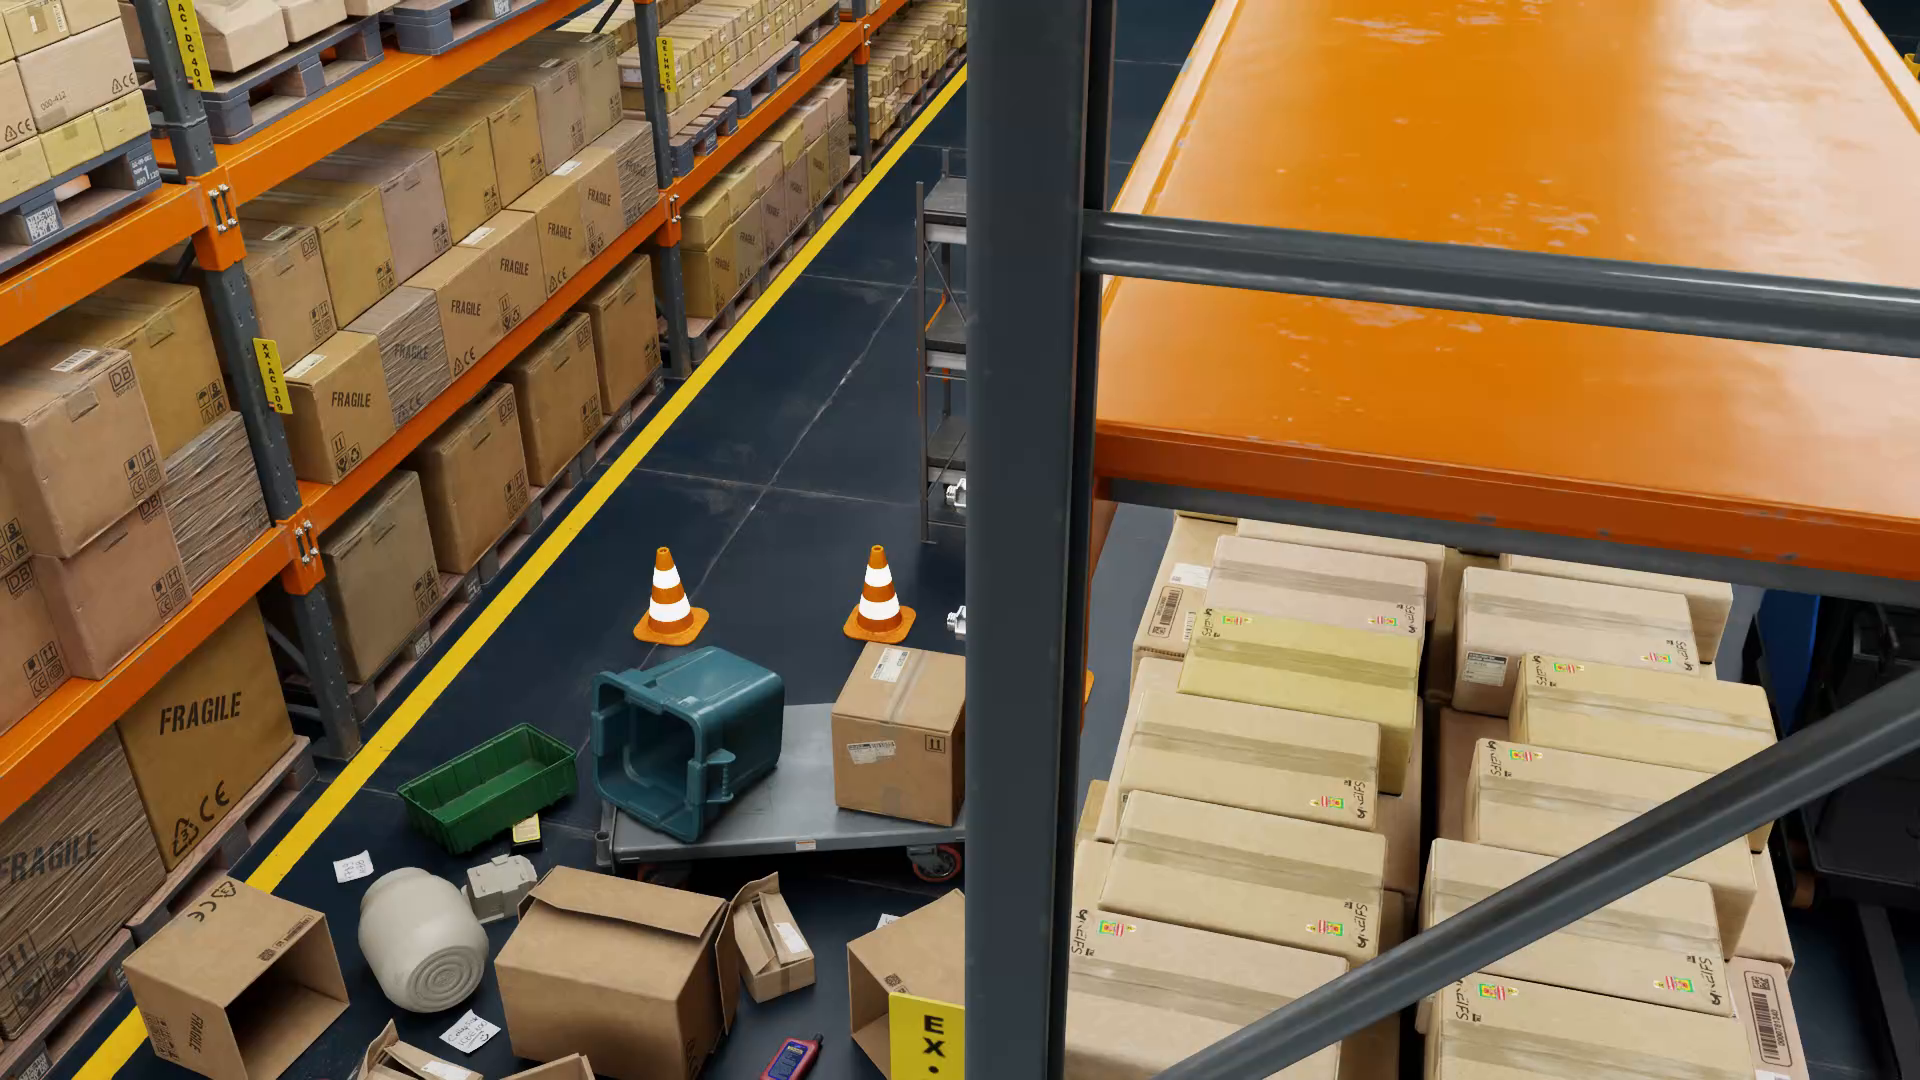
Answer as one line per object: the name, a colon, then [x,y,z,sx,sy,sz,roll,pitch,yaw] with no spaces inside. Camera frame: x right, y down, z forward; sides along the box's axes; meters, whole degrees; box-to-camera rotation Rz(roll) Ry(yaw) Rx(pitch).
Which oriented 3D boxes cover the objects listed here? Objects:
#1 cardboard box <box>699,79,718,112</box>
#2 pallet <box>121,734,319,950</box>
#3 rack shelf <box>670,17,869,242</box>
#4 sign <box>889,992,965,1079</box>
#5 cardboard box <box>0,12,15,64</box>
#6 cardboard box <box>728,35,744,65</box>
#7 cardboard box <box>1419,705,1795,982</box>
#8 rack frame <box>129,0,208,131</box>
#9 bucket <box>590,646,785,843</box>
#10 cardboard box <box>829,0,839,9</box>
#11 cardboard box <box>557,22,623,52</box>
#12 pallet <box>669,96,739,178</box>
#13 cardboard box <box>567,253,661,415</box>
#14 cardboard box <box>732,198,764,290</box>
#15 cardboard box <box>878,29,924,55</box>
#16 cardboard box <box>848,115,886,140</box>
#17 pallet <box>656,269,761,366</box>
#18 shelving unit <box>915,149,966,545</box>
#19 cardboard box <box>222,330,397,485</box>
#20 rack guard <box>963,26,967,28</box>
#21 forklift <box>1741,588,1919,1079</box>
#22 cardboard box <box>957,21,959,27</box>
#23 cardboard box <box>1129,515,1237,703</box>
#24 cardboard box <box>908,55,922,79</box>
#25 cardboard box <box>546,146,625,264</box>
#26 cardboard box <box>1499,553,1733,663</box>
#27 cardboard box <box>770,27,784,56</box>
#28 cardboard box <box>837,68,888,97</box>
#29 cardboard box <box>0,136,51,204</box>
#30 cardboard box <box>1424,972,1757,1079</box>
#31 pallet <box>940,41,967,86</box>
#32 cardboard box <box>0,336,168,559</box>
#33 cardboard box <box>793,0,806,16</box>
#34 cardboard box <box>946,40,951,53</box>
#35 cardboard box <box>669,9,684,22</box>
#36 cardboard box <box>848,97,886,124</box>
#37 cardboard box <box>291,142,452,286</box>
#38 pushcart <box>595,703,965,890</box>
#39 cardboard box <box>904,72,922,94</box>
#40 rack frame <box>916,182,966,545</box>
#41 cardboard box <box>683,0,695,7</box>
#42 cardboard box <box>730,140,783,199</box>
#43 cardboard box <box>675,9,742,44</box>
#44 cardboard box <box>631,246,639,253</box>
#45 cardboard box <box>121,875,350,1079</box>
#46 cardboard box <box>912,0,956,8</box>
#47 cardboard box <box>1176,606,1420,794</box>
cardboard box: [-1.836,-2.963,11.028,0.380,0.149,0.250,10,34,15]
pallet: [-3.564,1.228,7.191,1.003,0.211,1.213,8,33,12]
rack shelf: [-1.773,-3.142,12.137,1.077,0.370,4.000,8,33,12]
sign: [-0.029,0.639,1.897,0.100,0.325,0.005,8,33,12]
cardboard box: [-3.209,-1.553,5.178,0.380,0.149,0.250,8,33,12]
cardboard box: [-1.705,-3.368,11.388,0.380,0.149,0.250,8,33,12]
cardboard box: [1.025,0.552,2.722,0.500,0.250,0.500,8,33,12]
rack frame: [-3.296,-2.864,5.437,1.000,3.000,0.127,8,33,12]
bucket: [-1.100,0.792,6.912,0.726,0.611,0.620,20,28,29]
cardboard box: [-1.175,-4.322,13.165,0.380,0.149,0.250,7,33,11]
cardboard box: [-2.467,-3.313,11.023,0.380,0.149,0.250,9,34,14]
pallet: [-2.203,-2.711,10.968,1.213,0.211,1.003,8,33,12]
cardboard box: [-2.522,-1.332,10.325,1.050,0.750,0.750,8,33,12]
cardboard box: [-1.730,-2.124,11.803,0.500,0.500,0.500,8,33,13]
cardboard box: [-0.556,-4.667,15.576,0.380,0.149,0.250,8,33,13]
cardboard box: [-0.862,-3.603,14.457,0.380,0.149,0.250,7,33,10]
pallet: [-2.081,-1.636,11.697,1.003,0.211,1.213,8,33,12]
shelving unit: [0.042,-0.972,8.892,0.431,2.100,0.503,8,33,12]
cardboard box: [-2.902,-0.611,7.391,0.500,0.500,0.500,8,33,13]
rack guard: [-0.270,-5.465,17.450,1.175,0.500,0.348,8,33,12]
forklift: [4.037,0.201,6.272,1.130,2.935,3.031,8,33,13]
cardboard box: [-0.227,-5.218,16.720,0.380,0.149,0.250,7,33,11]
cardboard box: [0.628,0.204,3.270,0.500,0.250,0.500,9,34,14]
cardboard box: [-0.571,-4.404,15.440,0.380,0.149,0.250,8,33,12]
cardboard box: [-2.263,-1.921,9.453,0.500,0.500,0.500,8,33,12]
cardboard box: [1.213,0.071,3.106,0.380,0.149,0.250,9,34,14]
cardboard box: [-1.502,-3.645,12.101,0.380,0.149,0.250,9,34,14]
cardboard box: [-0.851,-3.994,14.518,0.380,0.149,0.250,10,34,15]
cardboard box: [-3.207,-1.214,5.387,0.380,0.149,0.250,9,33,13]
cardboard box: [0.790,0.712,2.099,0.380,0.149,0.250,8,33,12]
pallet: [-0.510,-4.926,16.872,1.003,0.211,1.213,8,33,12]
cardboard box: [-3.450,-0.363,5.949,0.875,0.550,0.550,8,33,12]
cardboard box: [-1.372,-4.039,12.443,0.380,0.149,0.250,7,33,11]
cardboard box: [-0.300,-4.959,16.591,0.380,0.149,0.250,8,33,12]
cardboard box: [-2.205,-3.727,11.952,0.380,0.149,0.250,7,33,11]
cardboard box: [-0.864,-3.728,14.376,0.380,0.149,0.250,10,34,15]
cardboard box: [-2.918,-1.584,7.991,0.700,0.500,0.500,8,33,13]
pushcart: [-0.700,1.111,7.220,1.648,0.377,0.936,-3,33,-4]
cardboard box: [-0.572,-4.282,15.525,0.380,0.149,0.250,7,33,11]
rack frame: [-0.020,-0.845,8.692,0.400,2.100,0.015,8,33,12]
cardboard box: [-2.138,-3.993,12.093,0.380,0.149,0.250,9,34,14]
cardboard box: [-1.605,-2.690,11.995,0.500,0.250,0.500,8,33,13]
cardboard box: [-1.709,-3.488,11.299,0.380,0.149,0.250,10,34,15]
cardboard box: [-2.367,-1.907,11.463,0.500,0.500,0.500,8,33,12]
cardboard box: [-2.697,1.667,6.230,0.500,0.500,0.500,14,35,21]
cardboard box: [-0.259,-5.353,16.655,0.380,0.149,0.250,9,33,13]
cardboard box: [0.567,0.265,2.802,0.380,0.149,0.250,8,33,13]
